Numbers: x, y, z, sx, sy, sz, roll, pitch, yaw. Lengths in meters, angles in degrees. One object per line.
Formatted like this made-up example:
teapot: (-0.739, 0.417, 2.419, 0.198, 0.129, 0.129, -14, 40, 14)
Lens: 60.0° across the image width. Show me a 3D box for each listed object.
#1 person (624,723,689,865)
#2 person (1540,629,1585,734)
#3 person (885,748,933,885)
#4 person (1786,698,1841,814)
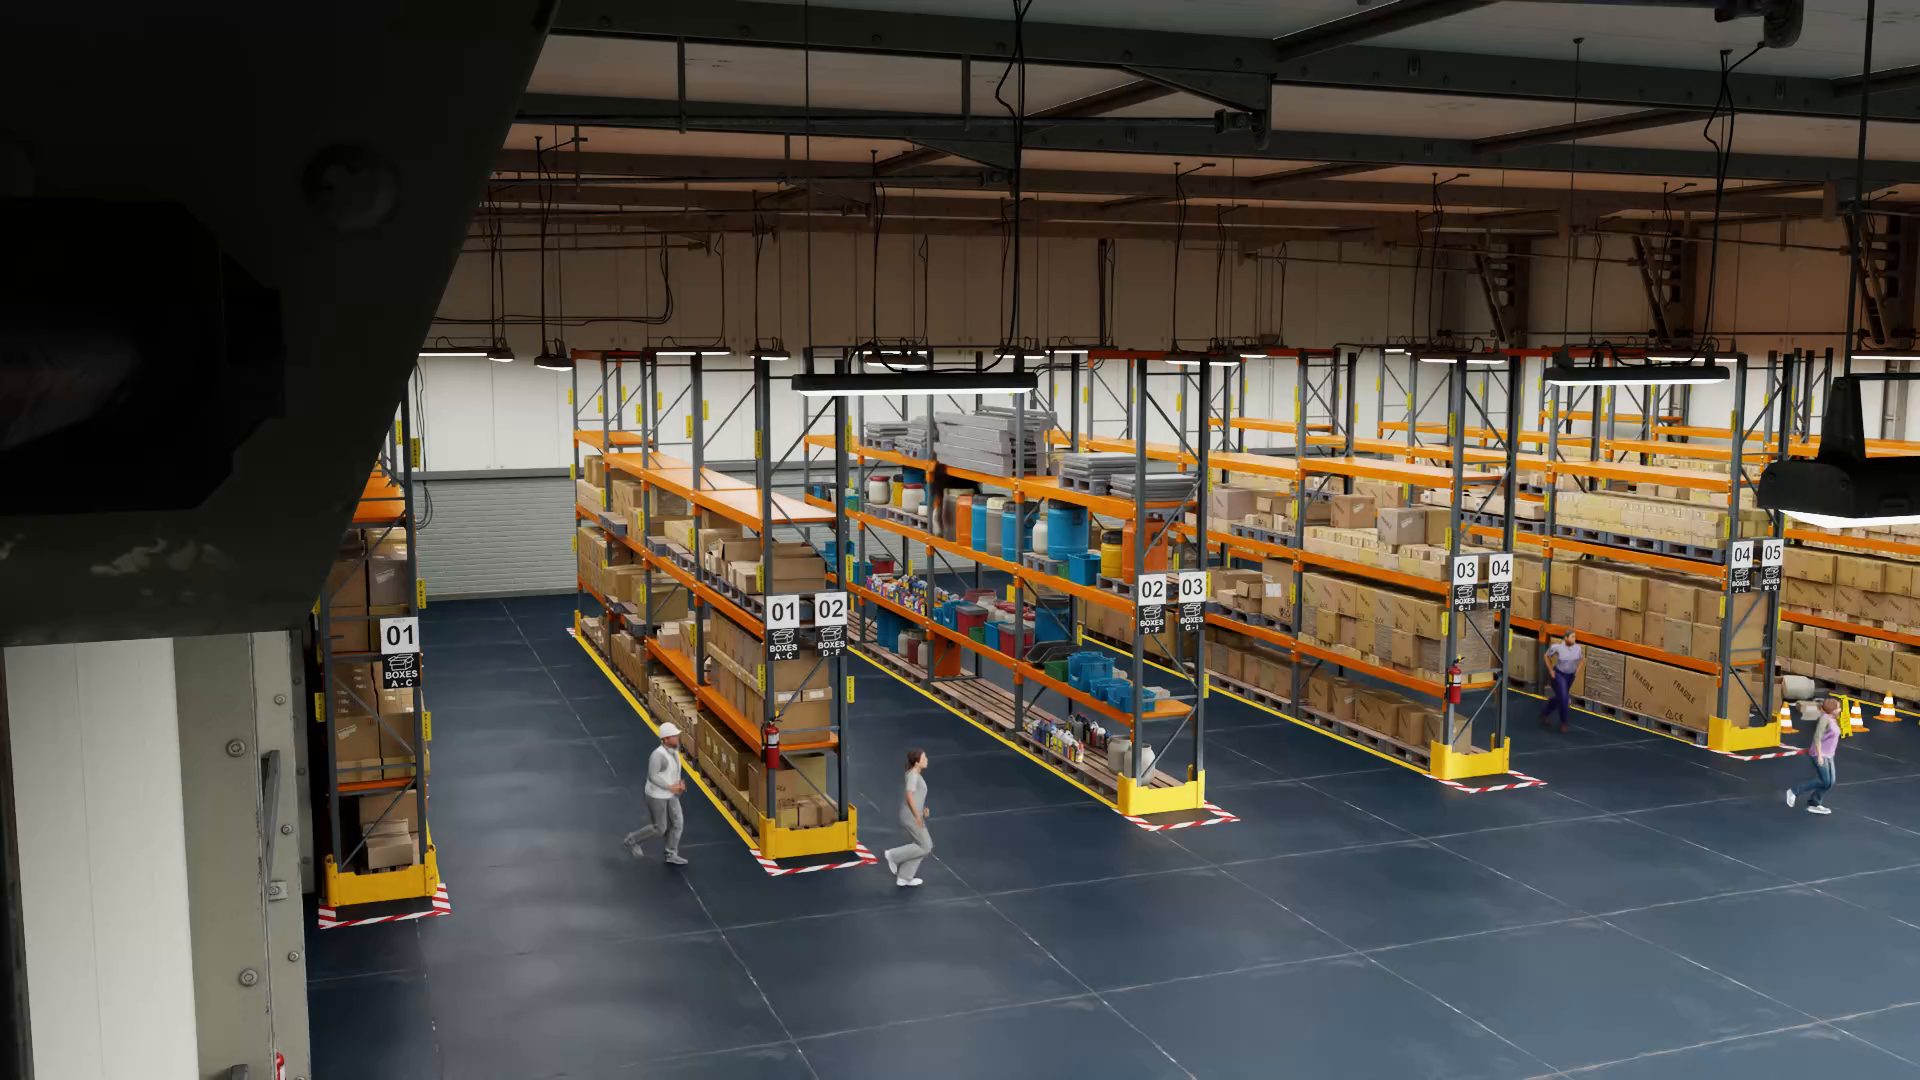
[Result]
person: (-3.631, 3.019, 19.864, 0.803, 1.733, 0.655, 2, 7, 18)
person: (9.646, 2.211, 26.641, 0.552, 1.639, 0.778, -2, 8, -19)
person: (-0.586, 3.176, 19.077, 0.552, 1.596, 0.568, 0, 7, 2)
person: (11.264, 2.839, 21.930, 0.671, 1.536, 0.502, -7, 10, -45)
